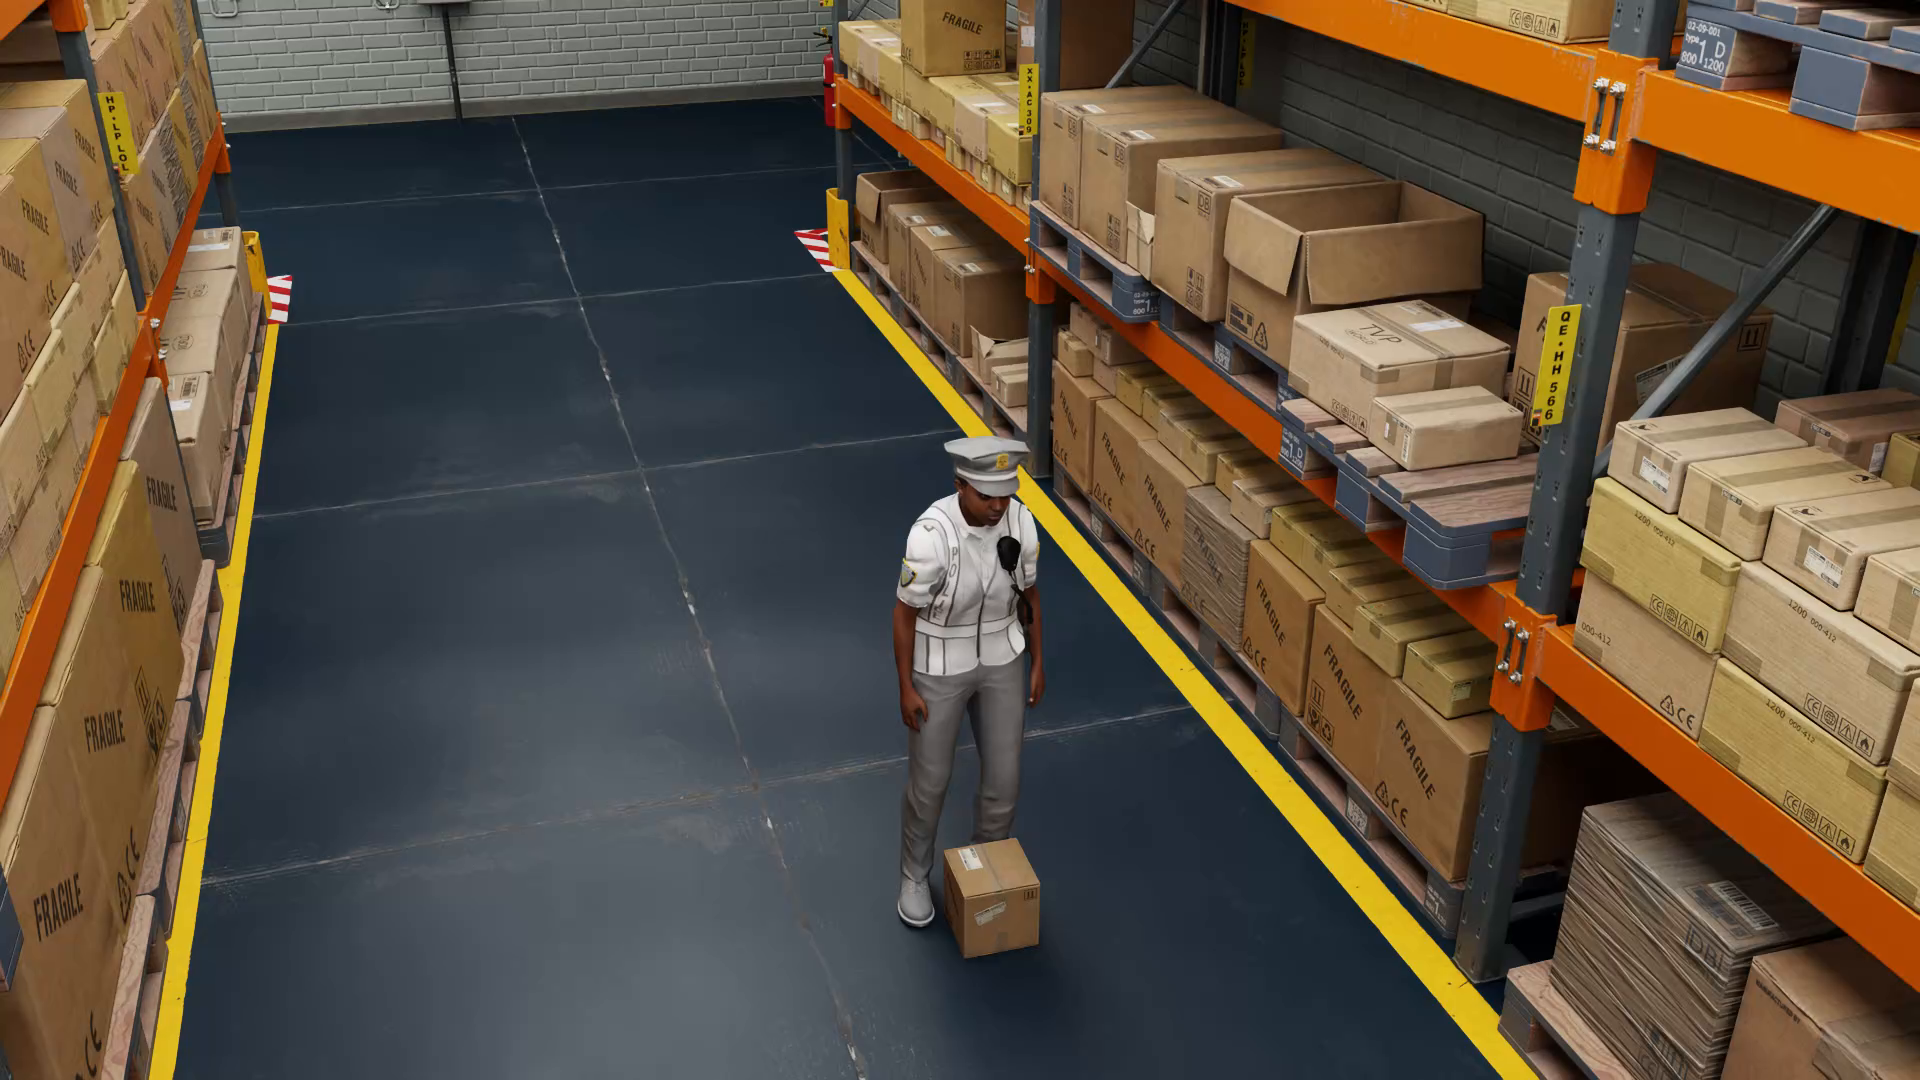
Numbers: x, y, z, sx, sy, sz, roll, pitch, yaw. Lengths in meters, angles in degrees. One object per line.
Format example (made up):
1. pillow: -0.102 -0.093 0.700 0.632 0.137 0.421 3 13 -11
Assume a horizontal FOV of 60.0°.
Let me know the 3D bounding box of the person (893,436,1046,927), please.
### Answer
1. person: 0.026 0.432 5.244 0.532 1.664 0.422 -10 28 -19
